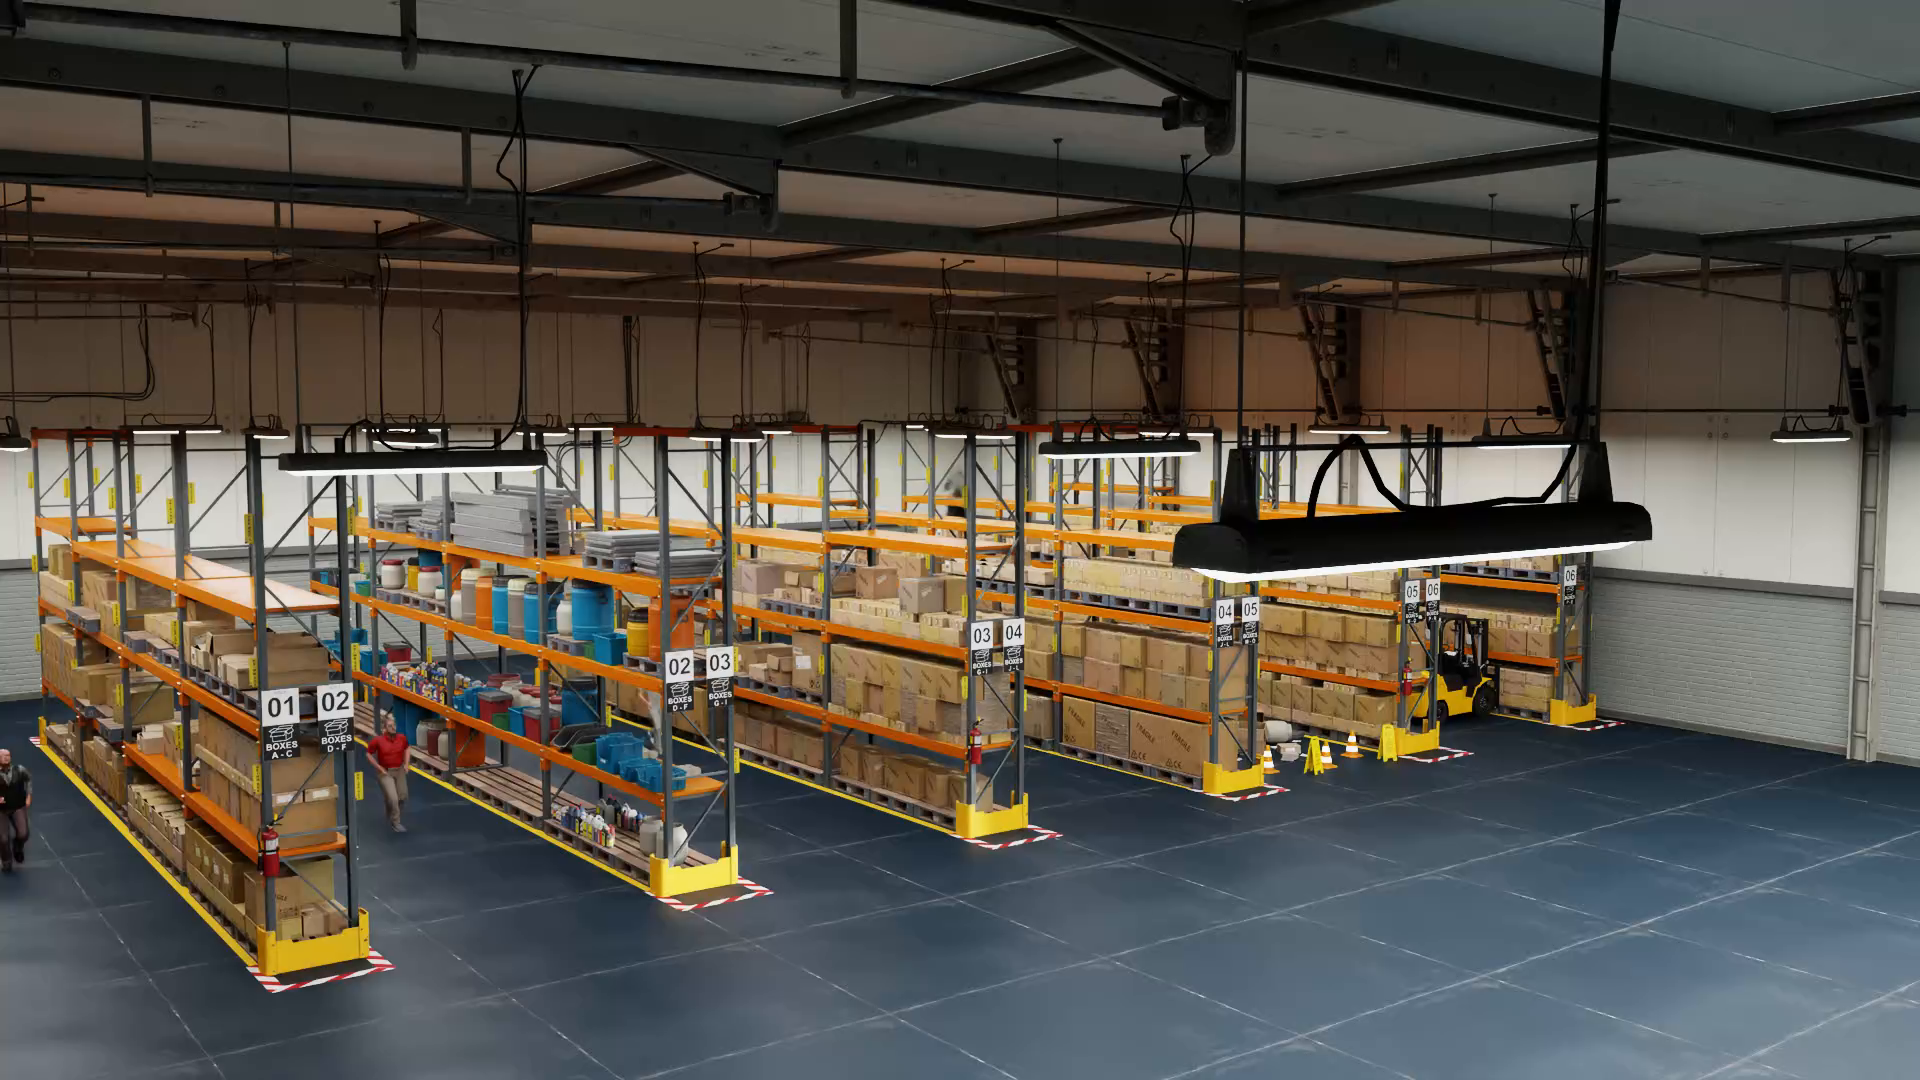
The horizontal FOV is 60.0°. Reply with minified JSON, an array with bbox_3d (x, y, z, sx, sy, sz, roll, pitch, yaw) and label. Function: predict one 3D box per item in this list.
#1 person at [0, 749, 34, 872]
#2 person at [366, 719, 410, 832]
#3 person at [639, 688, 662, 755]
[{"bbox_3d":[-12.996,3.700,22.723,0.707,1.689,0.554,-4,6,-40],"label":"person"},{"bbox_3d":[-8.622,3.531,25.117,0.684,1.693,0.642,-4,6,-41],"label":"person"},{"bbox_3d":[-5.630,3.110,30.664,0.569,1.625,0.724,-4,6,-38],"label":"person"}]
